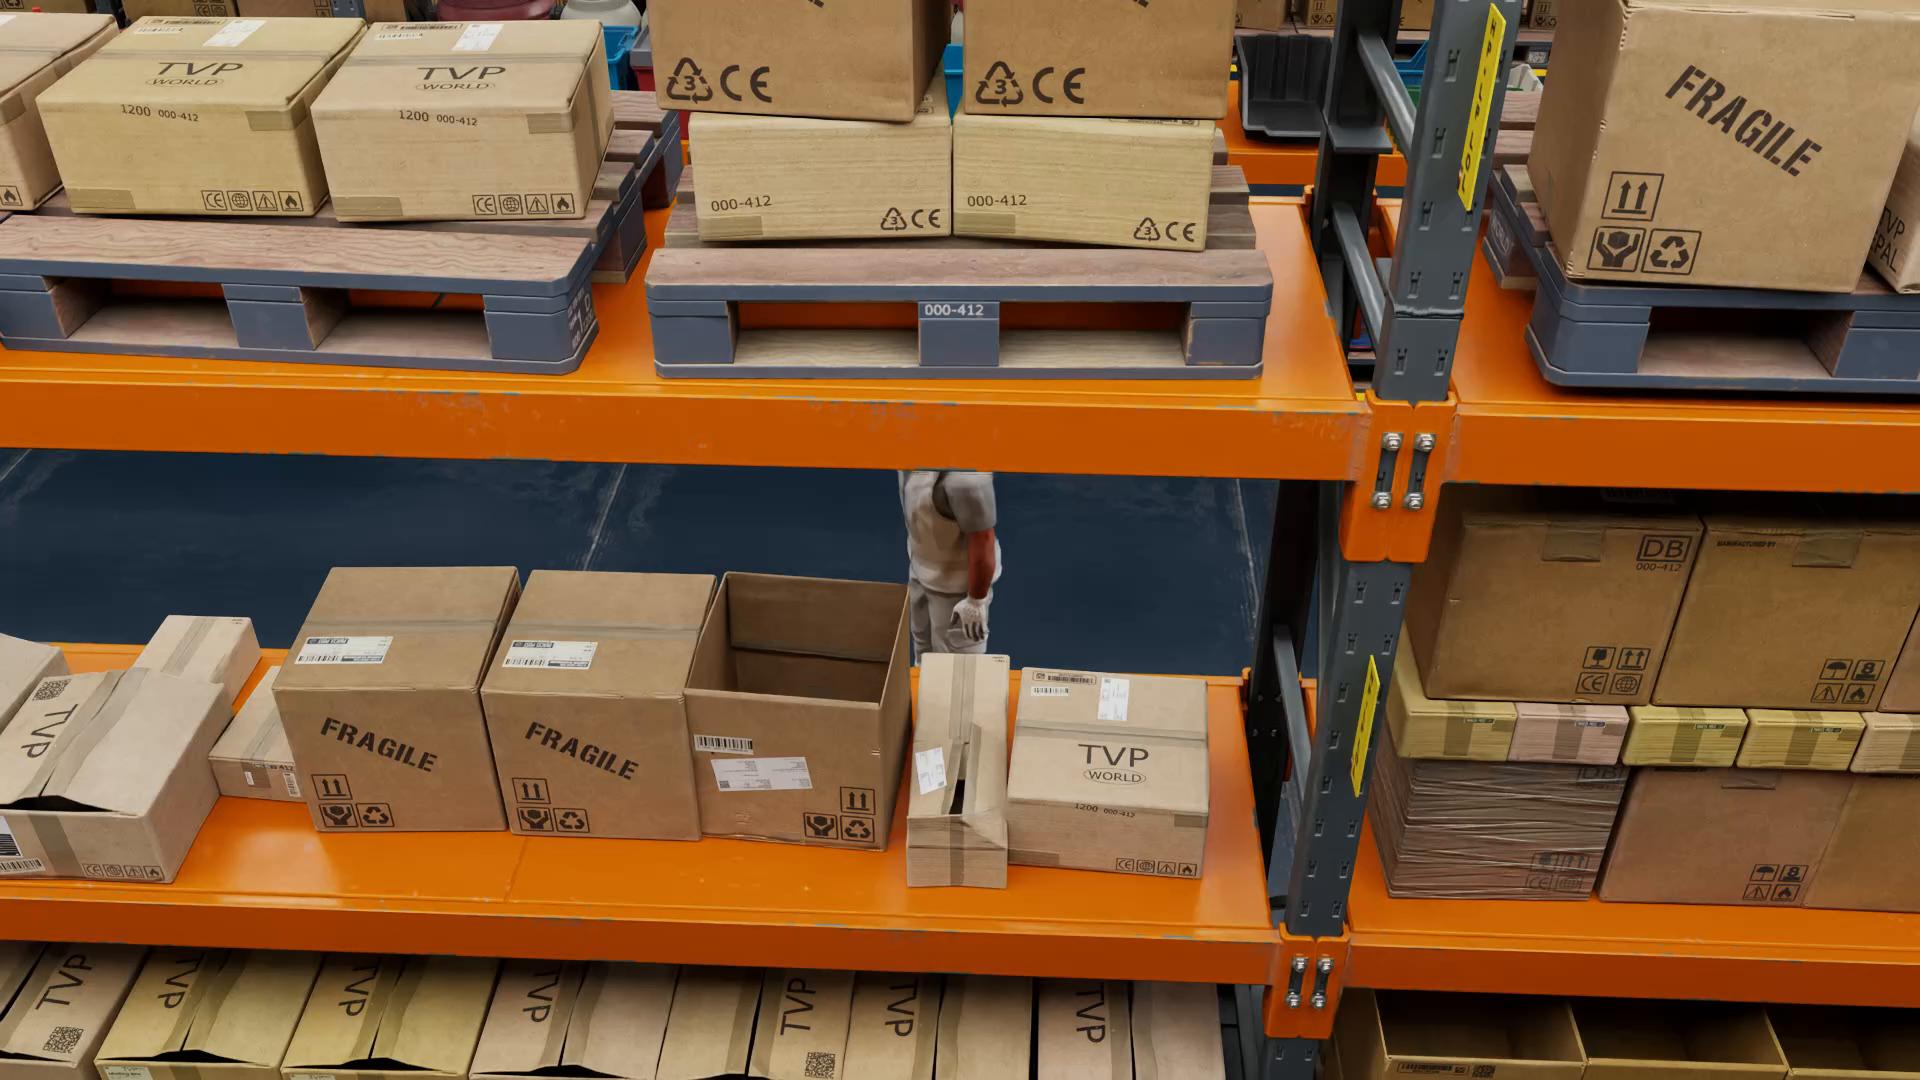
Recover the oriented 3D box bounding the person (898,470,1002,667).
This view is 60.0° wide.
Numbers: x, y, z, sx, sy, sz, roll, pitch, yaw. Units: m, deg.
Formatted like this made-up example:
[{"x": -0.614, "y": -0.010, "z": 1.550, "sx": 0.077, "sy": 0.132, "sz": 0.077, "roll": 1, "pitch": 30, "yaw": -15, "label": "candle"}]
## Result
[{"x": -0.087, "y": 0.106, "z": 5.955, "sx": 0.440, "sy": 1.774, "sz": 0.602, "roll": -9, "pitch": 36, "yaw": -12, "label": "person"}]
